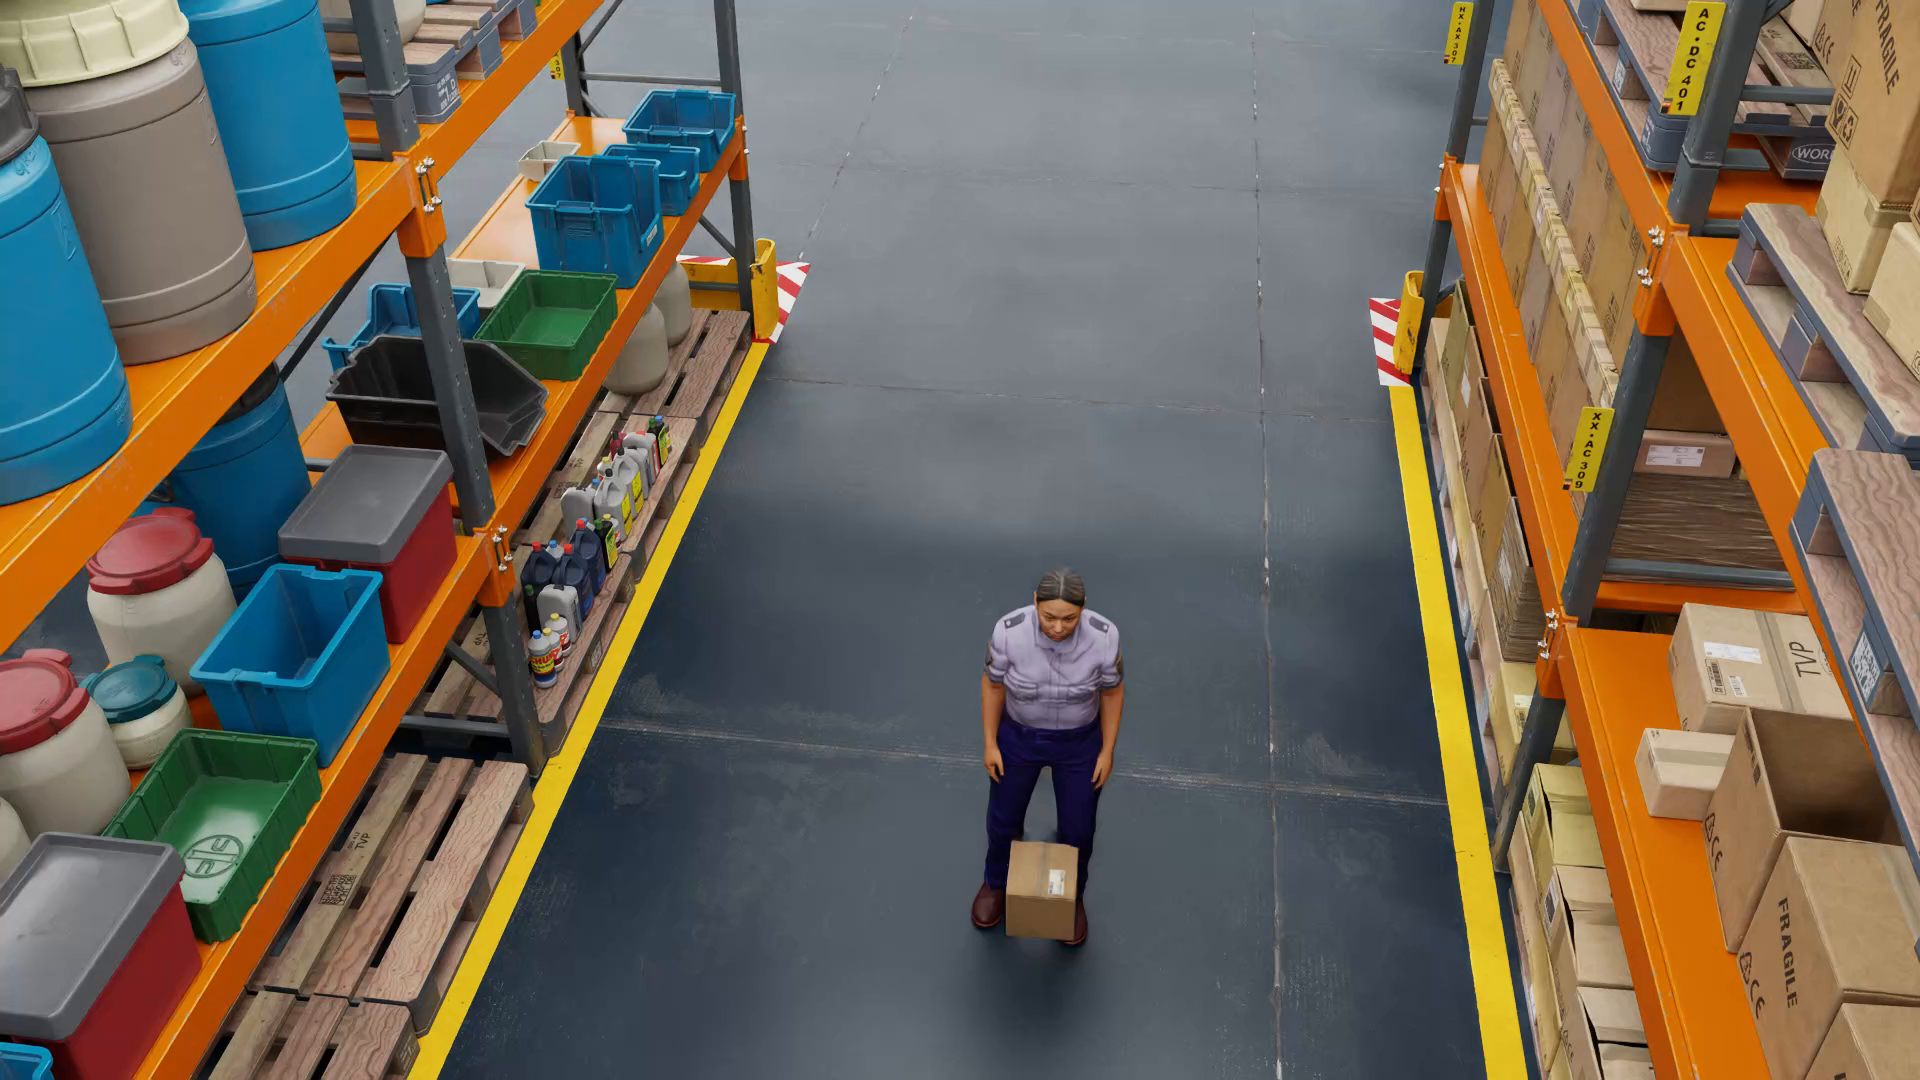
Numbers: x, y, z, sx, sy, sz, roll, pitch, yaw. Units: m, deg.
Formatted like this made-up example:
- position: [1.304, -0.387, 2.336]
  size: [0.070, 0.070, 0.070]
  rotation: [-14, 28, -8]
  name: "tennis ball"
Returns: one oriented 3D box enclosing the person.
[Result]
- position: [0.315, 0.757, 6.014]
  size: [0.532, 1.654, 0.421]
  rotation: [3, 36, 5]
  name: "person"
